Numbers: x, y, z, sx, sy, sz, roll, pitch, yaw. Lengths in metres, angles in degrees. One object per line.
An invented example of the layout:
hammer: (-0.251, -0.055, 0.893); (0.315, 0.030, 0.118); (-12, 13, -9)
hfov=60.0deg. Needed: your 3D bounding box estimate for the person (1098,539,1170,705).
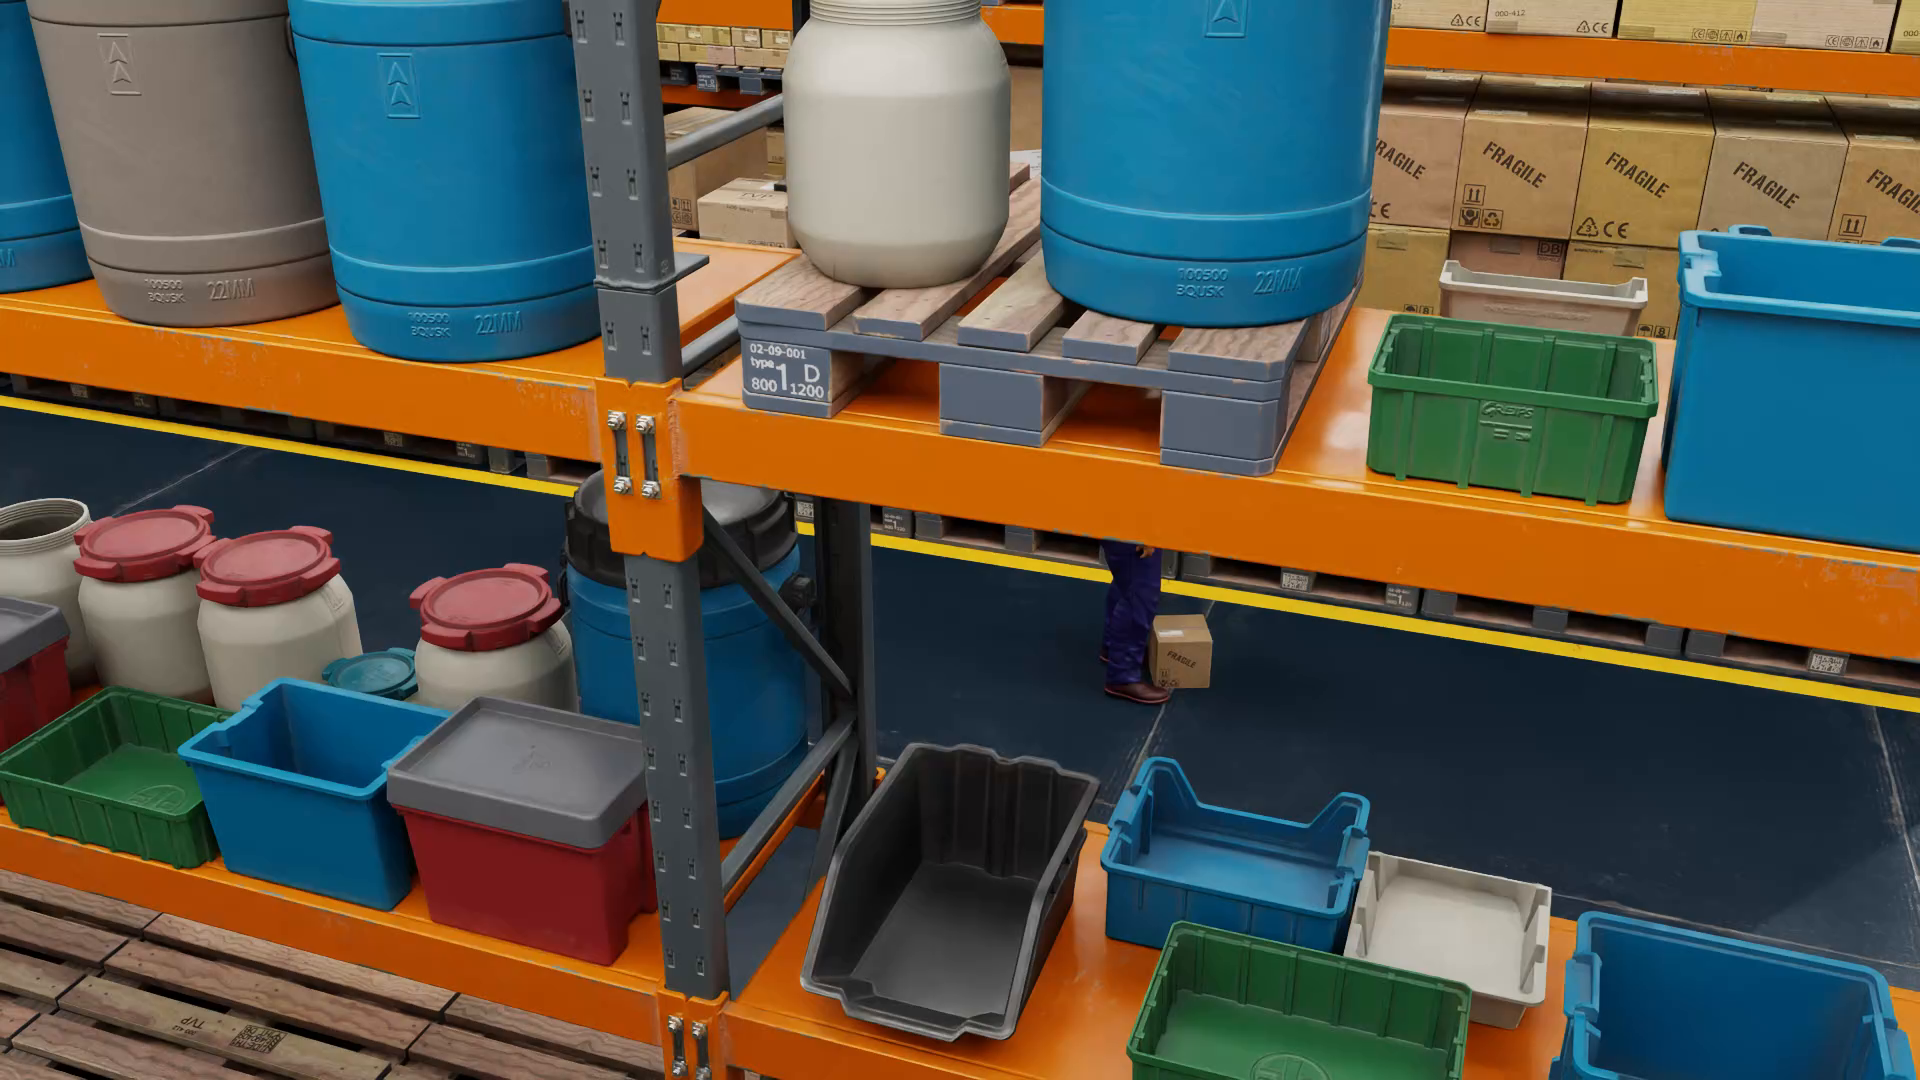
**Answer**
person: (0.769, -0.115, 7.357); (0.369, 1.651, 0.544); (0, 26, 1)
